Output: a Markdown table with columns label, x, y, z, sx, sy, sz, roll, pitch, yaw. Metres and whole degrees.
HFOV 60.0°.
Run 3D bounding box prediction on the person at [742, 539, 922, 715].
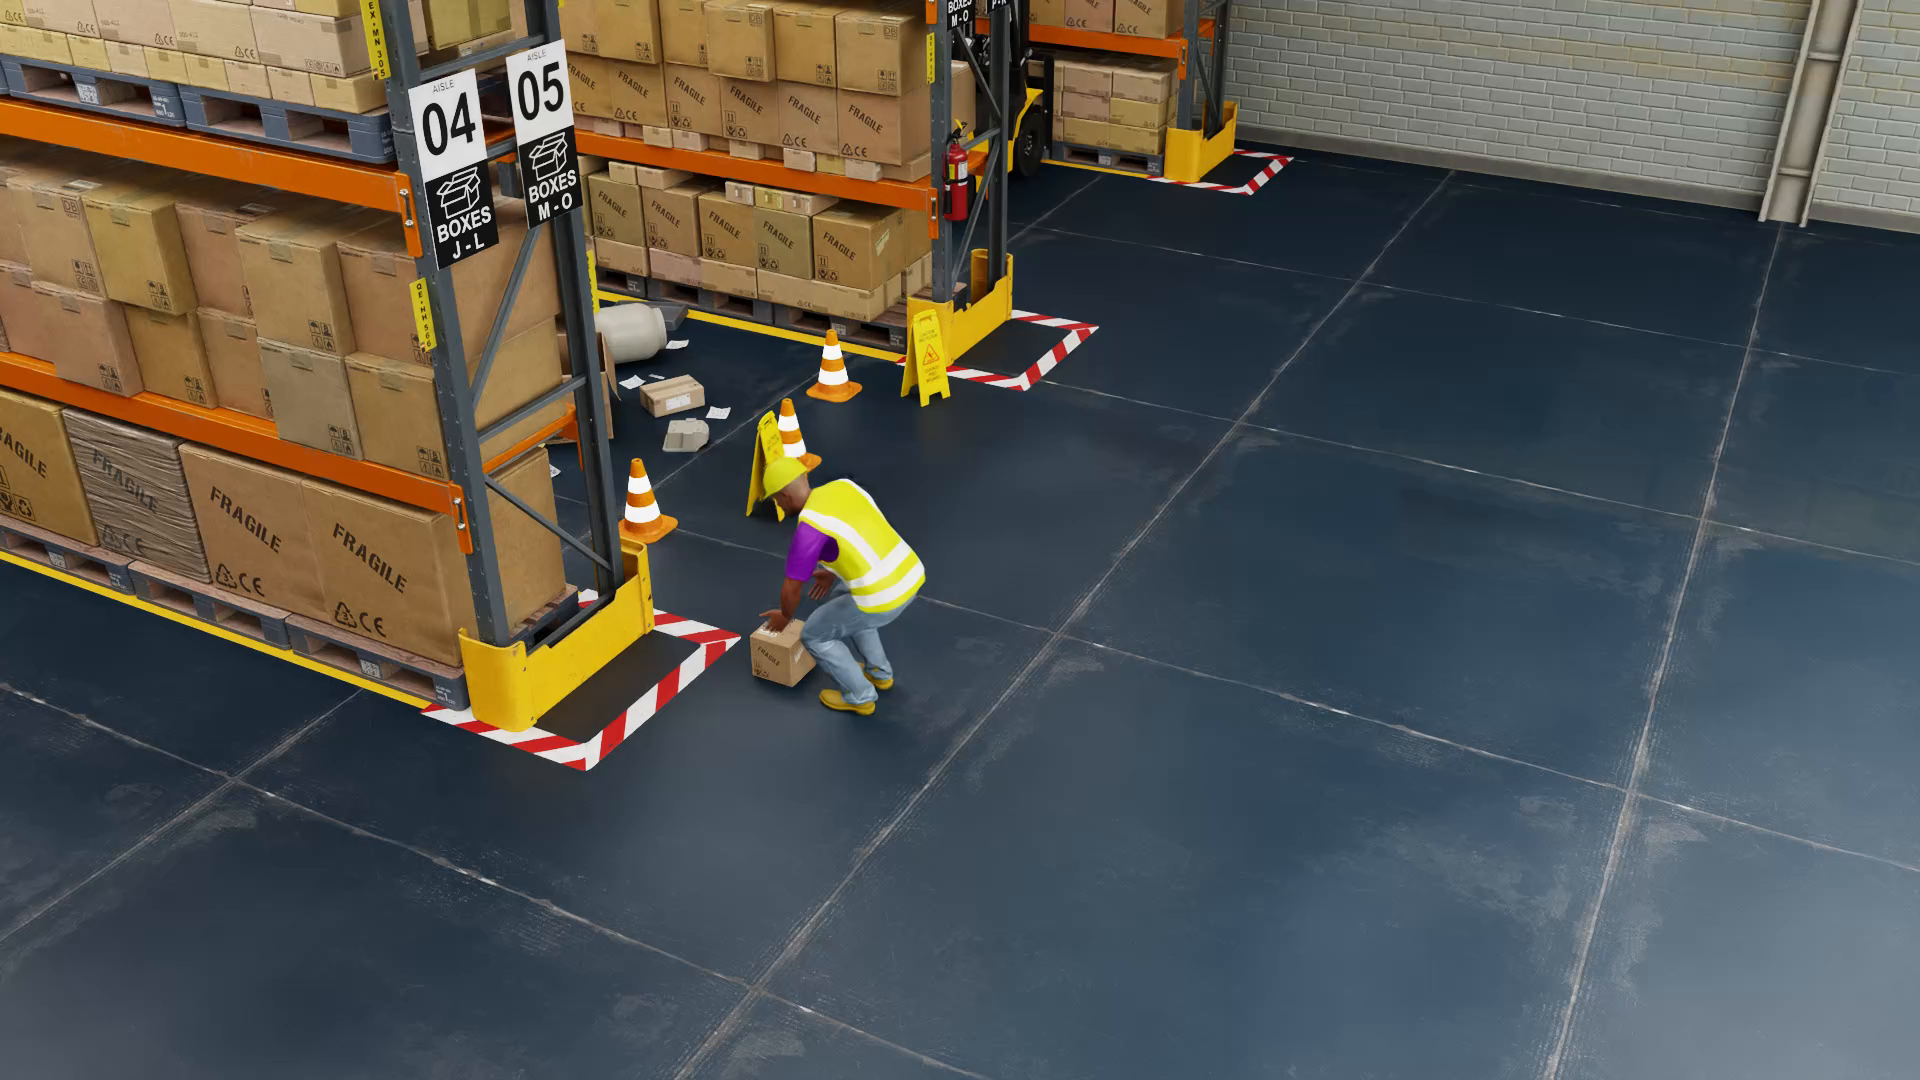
| label | x | y | z | sx | sy | sz | roll | pitch | yaw |
| --- | --- | --- | --- | --- | --- | --- | --- | --- | --- |
| person | -0.676 | 0.458 | 8.516 | 0.938 | 0.877 | 0.532 | 14 | 33 | 22 |
